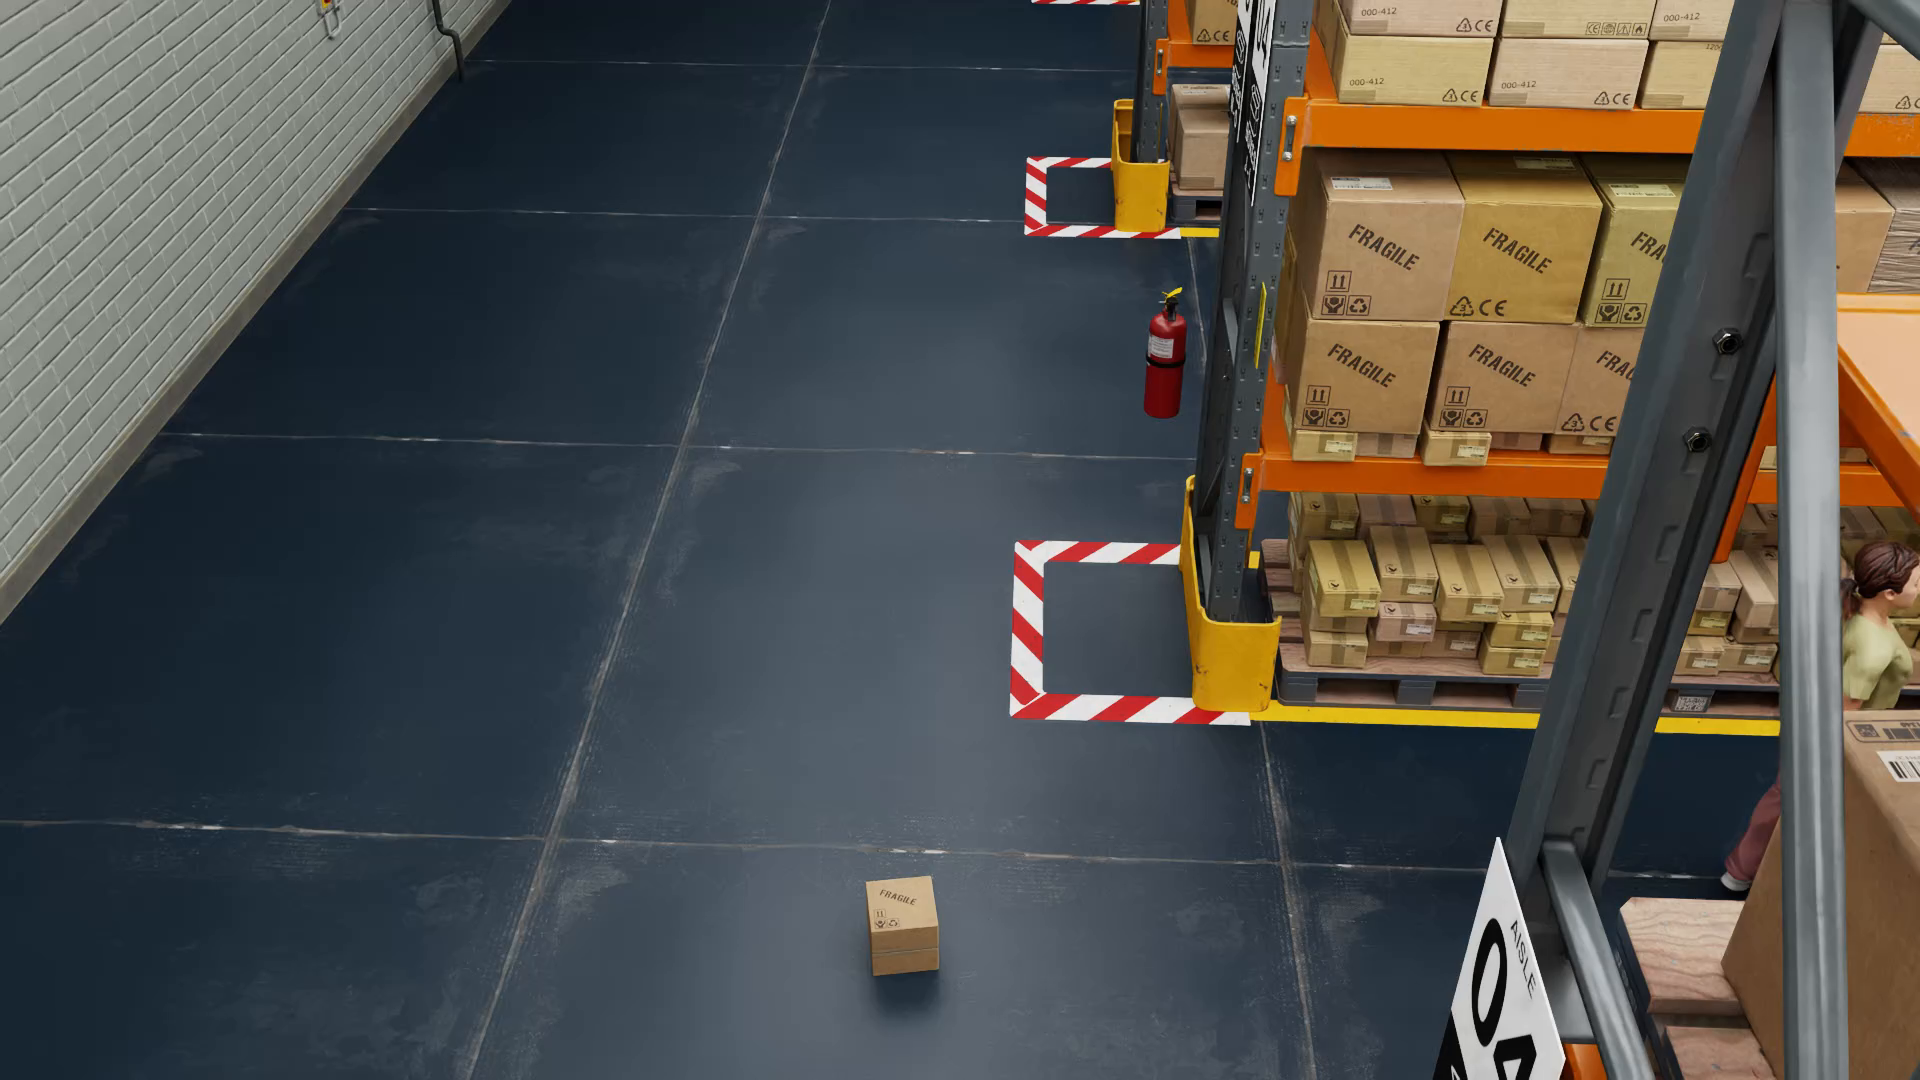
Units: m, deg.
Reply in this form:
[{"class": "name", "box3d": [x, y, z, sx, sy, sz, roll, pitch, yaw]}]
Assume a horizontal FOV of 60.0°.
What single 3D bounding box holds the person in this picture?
[{"class": "person", "box3d": [3.242, 0.711, 6.107, 0.470, 1.686, 0.454, 2, 36, 2]}]
